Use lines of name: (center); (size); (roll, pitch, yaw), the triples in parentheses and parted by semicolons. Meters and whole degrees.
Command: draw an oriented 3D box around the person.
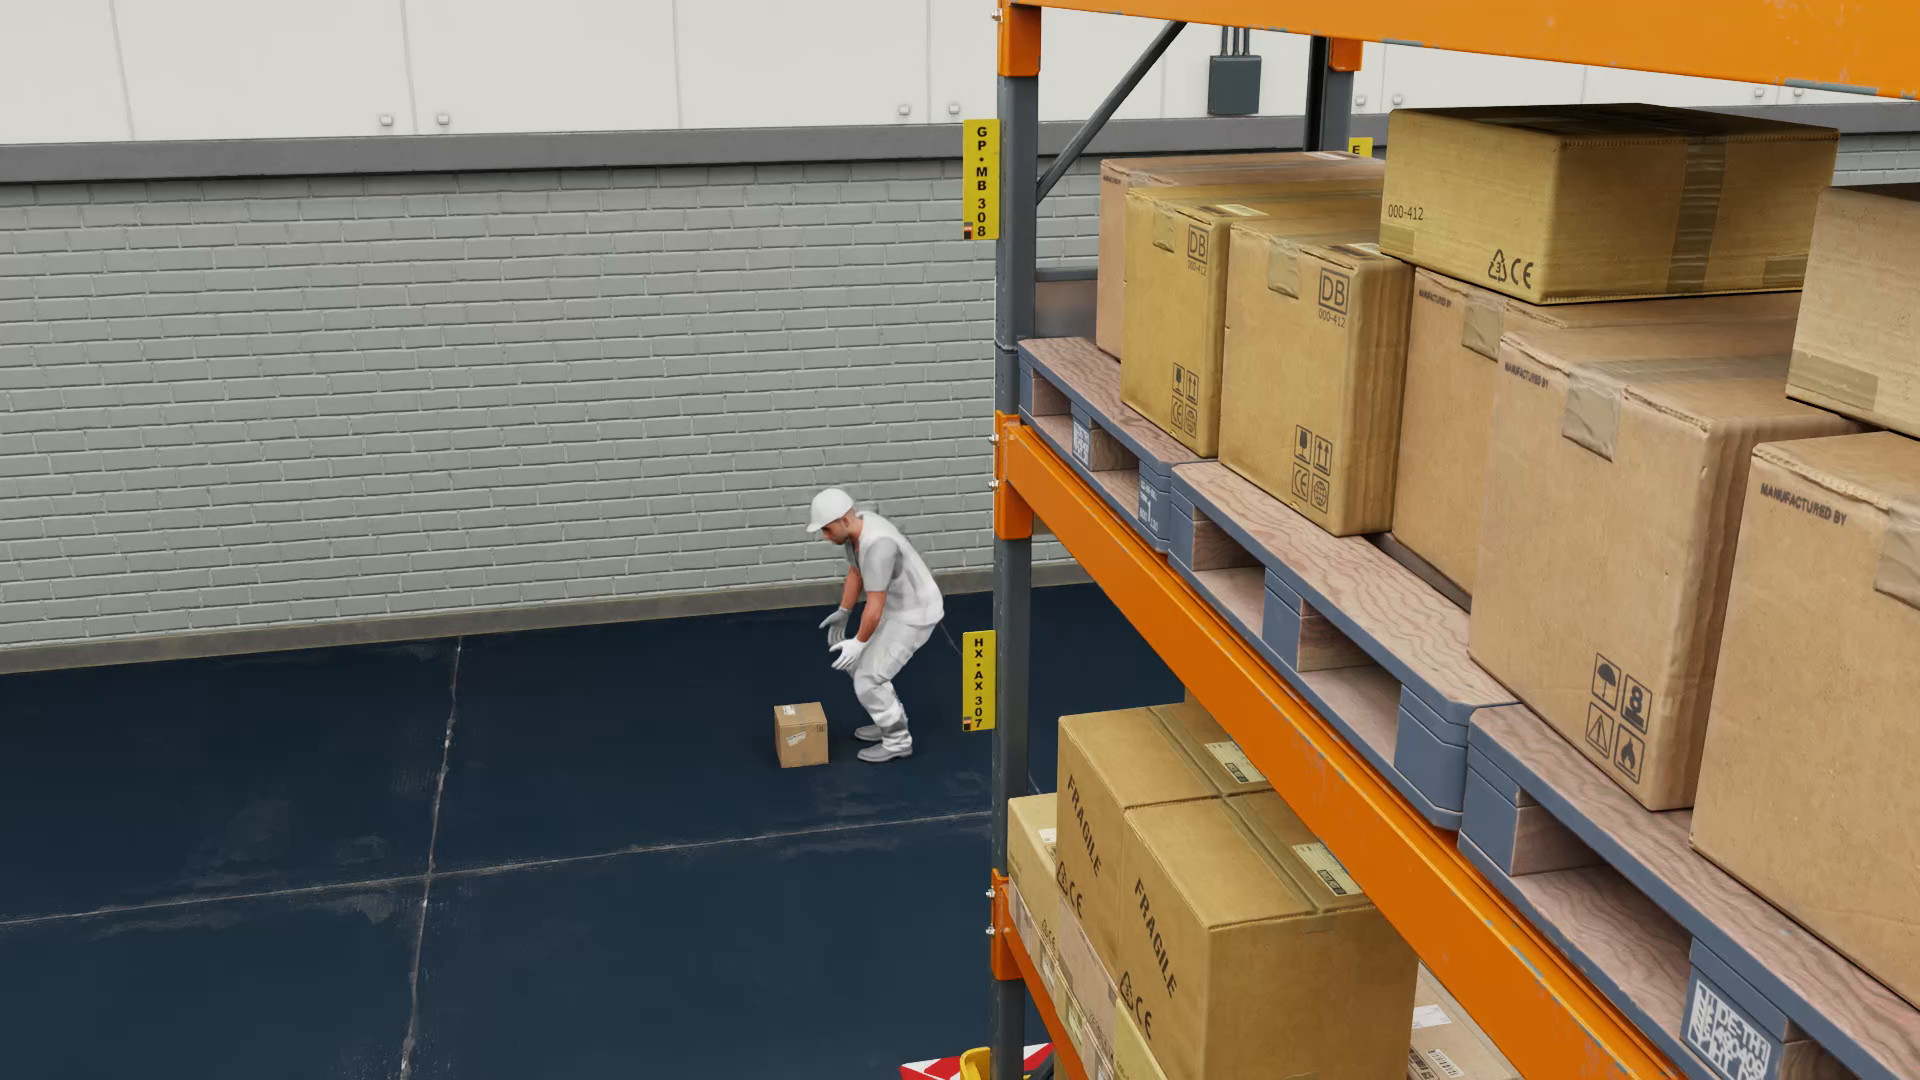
person: (-0.437, 0.432, 8.741); (0.711, 1.500, 0.579); (-4, 20, -12)
